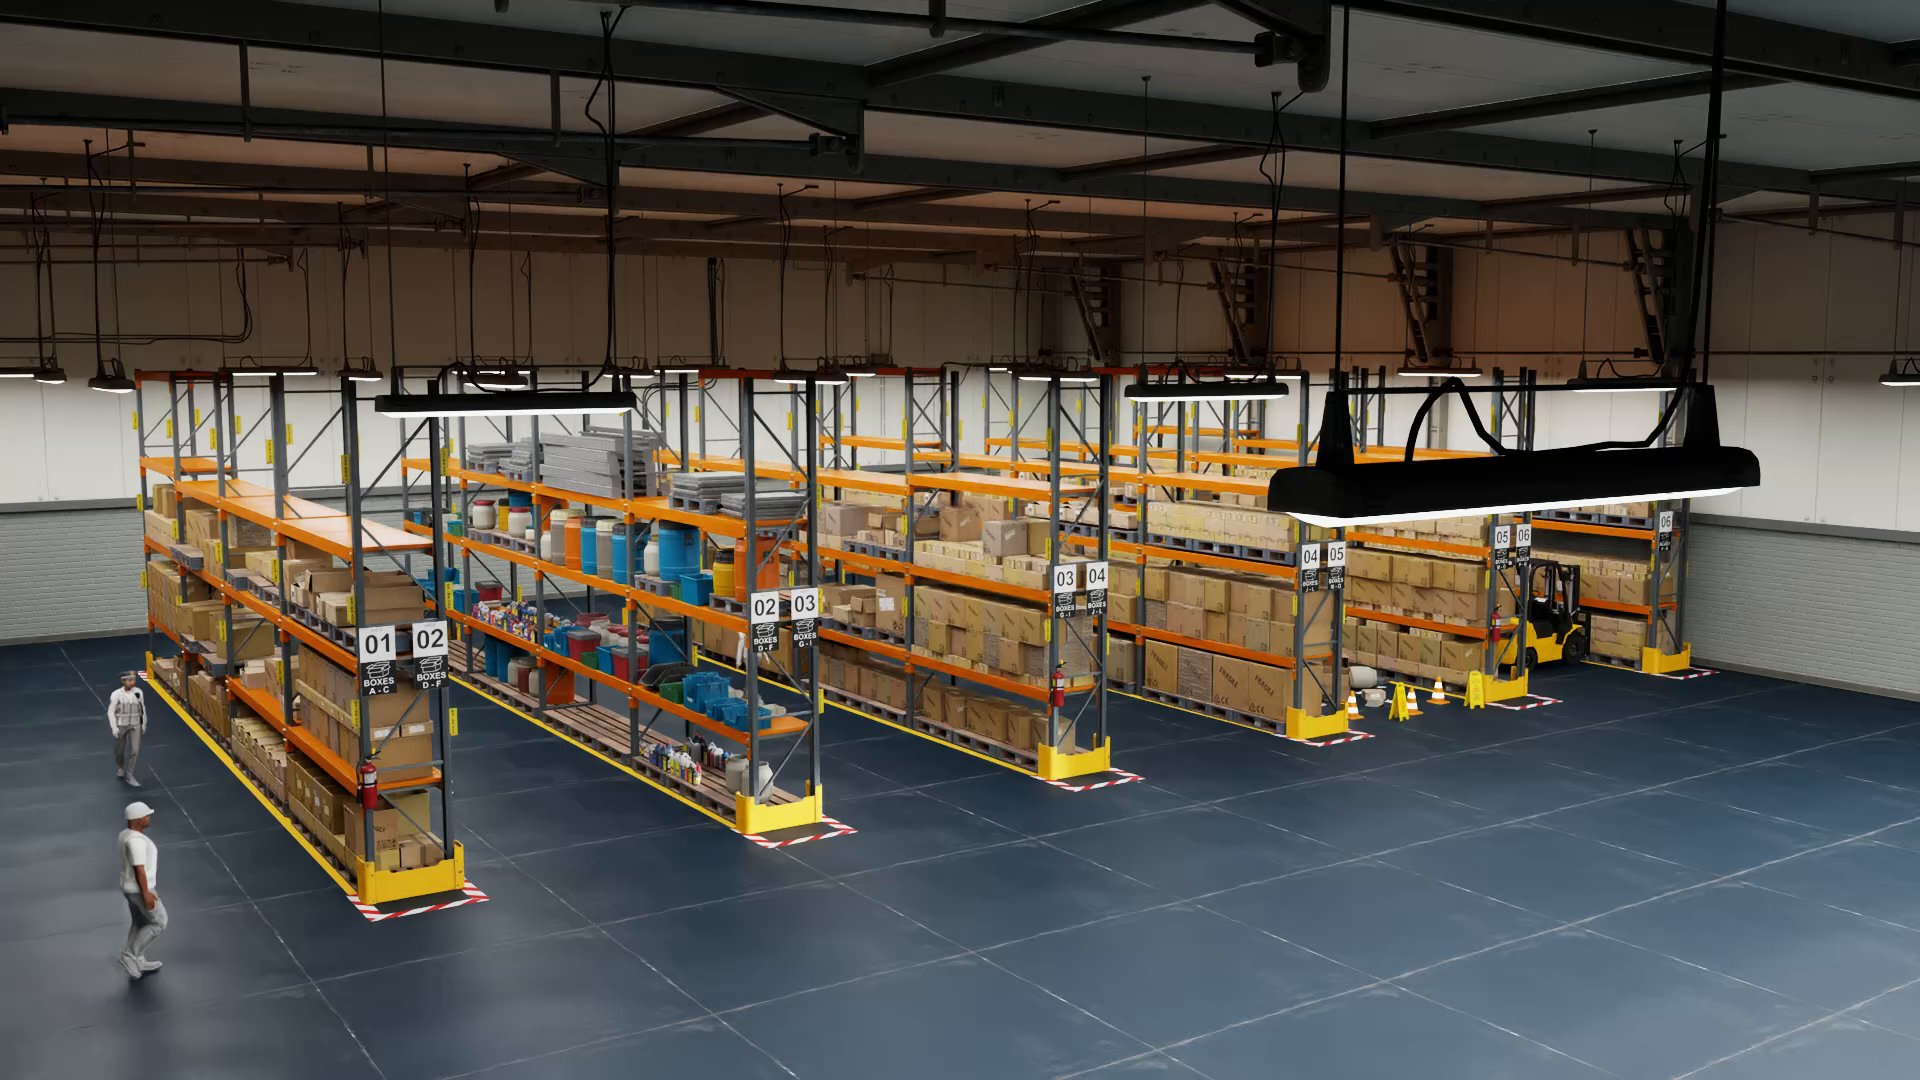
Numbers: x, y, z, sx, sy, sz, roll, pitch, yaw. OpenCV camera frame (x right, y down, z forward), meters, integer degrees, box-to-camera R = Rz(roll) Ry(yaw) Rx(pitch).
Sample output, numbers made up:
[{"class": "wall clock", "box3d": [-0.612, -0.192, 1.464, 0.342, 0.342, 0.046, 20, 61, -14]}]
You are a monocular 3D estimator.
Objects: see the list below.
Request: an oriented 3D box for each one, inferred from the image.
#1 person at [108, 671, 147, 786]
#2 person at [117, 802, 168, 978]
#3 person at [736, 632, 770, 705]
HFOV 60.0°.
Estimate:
[{"class": "person", "box3d": [-12.277, 2.760, 24.557, 0.558, 1.687, 0.738, -5, 8, -40]}, {"class": "person", "box3d": [-8.347, 3.537, 16.875, 0.478, 1.764, 0.604, -4, 8, -35]}, {"class": "person", "box3d": [-3.705, 2.111, 29.991, 0.531, 1.615, 1.038, -5, 8, -39]}]
